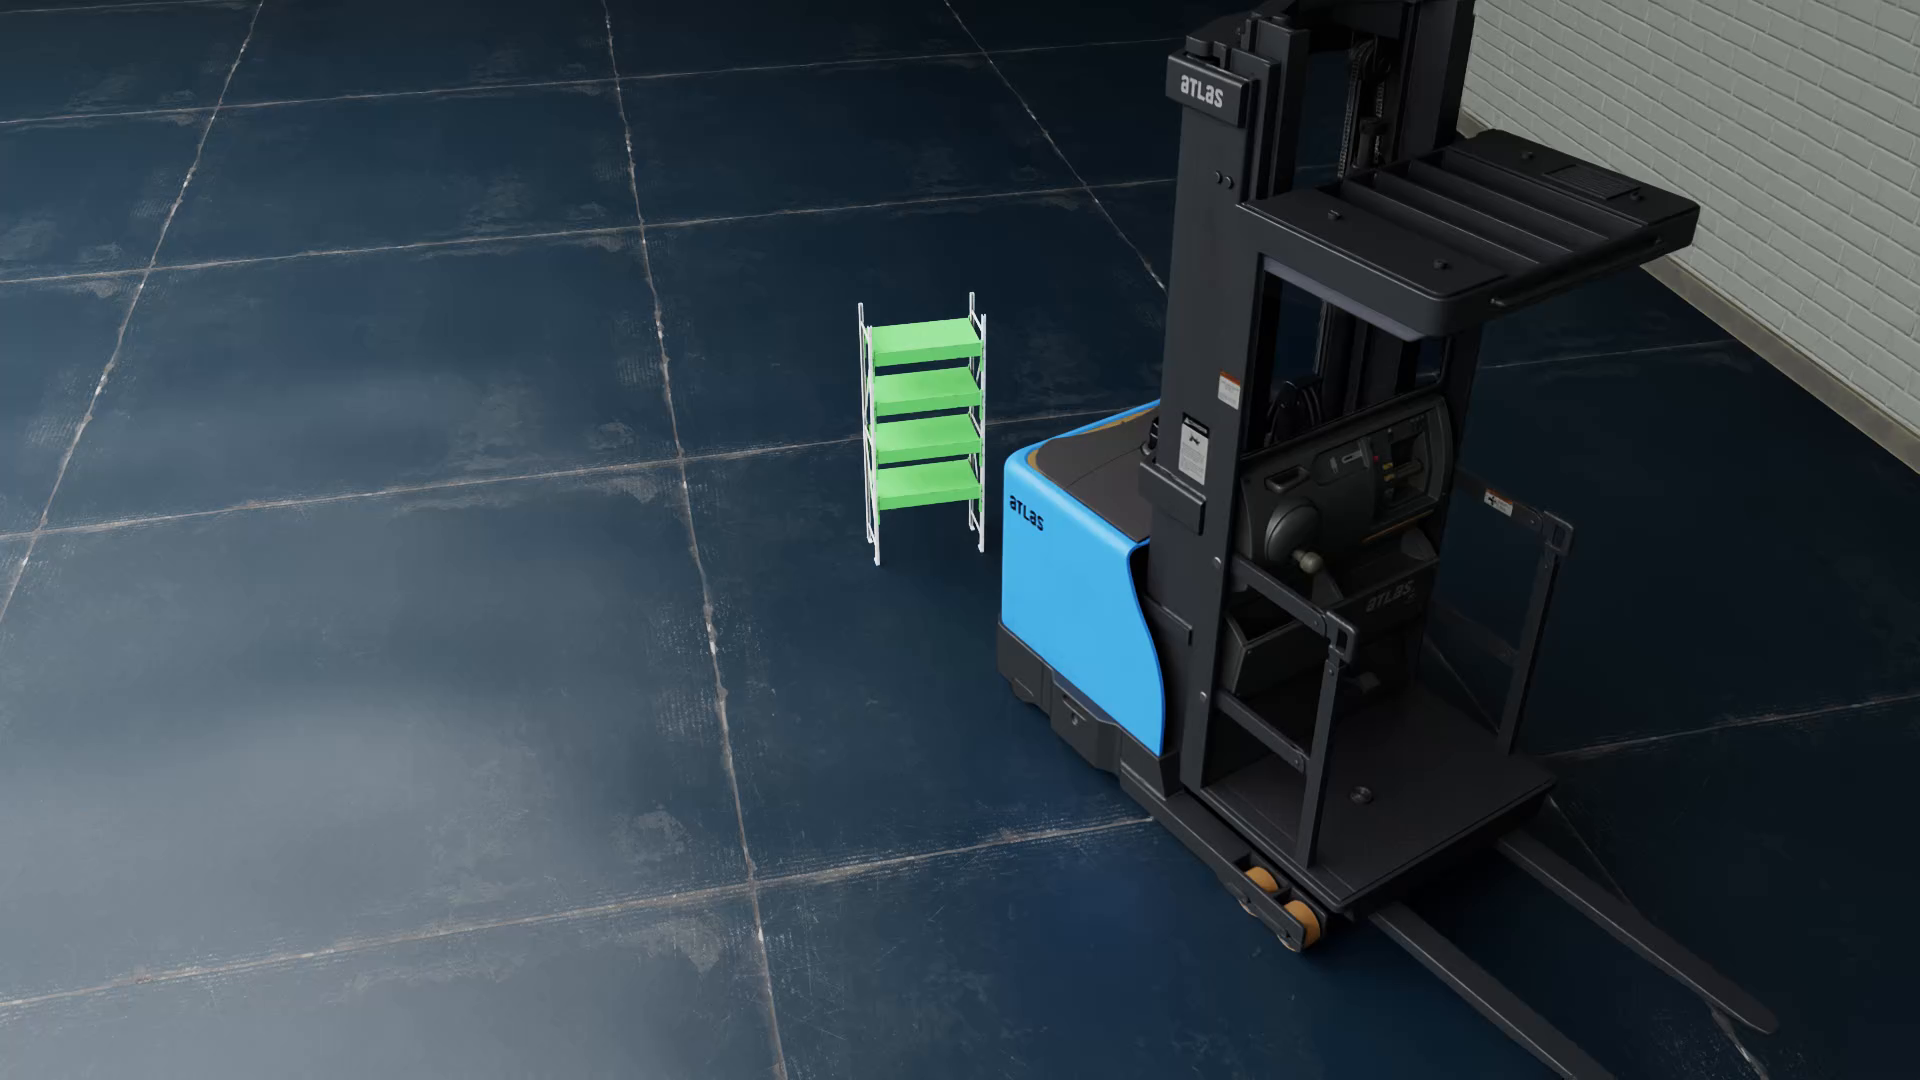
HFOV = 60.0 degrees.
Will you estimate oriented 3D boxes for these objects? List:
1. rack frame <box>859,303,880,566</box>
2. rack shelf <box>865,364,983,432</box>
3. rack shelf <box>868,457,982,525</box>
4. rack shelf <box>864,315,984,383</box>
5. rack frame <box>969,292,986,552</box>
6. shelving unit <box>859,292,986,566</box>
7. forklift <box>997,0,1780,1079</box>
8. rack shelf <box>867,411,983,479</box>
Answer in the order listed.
[{"bbox_3d":[-0.399,-0.448,7.341,0.015,1.200,0.240,-7,35,-11],"label":"rack frame"},{"bbox_3d":[-0.161,-0.624,7.287,0.480,0.148,0.258,-7,35,-11],"label":"rack shelf"},{"bbox_3d":[-0.161,-0.226,7.555,0.480,0.148,0.258,-7,35,-11],"label":"rack shelf"},{"bbox_3d":[-0.161,-0.823,7.154,0.480,0.148,0.258,-7,35,-11],"label":"rack shelf"},{"bbox_3d":[0.077,-0.508,7.430,0.015,1.200,0.240,-7,35,-11],"label":"rack frame"},{"bbox_3d":[-0.161,-0.478,7.385,0.503,1.200,0.258,-7,35,-11],"label":"shelving unit"},{"bbox_3d":[1.398,-0.126,5.308,1.130,2.935,3.031,-21,39,-28],"label":"forklift"},{"bbox_3d":[-0.161,-0.425,7.421,0.480,0.148,0.258,-7,35,-11],"label":"rack shelf"}]
